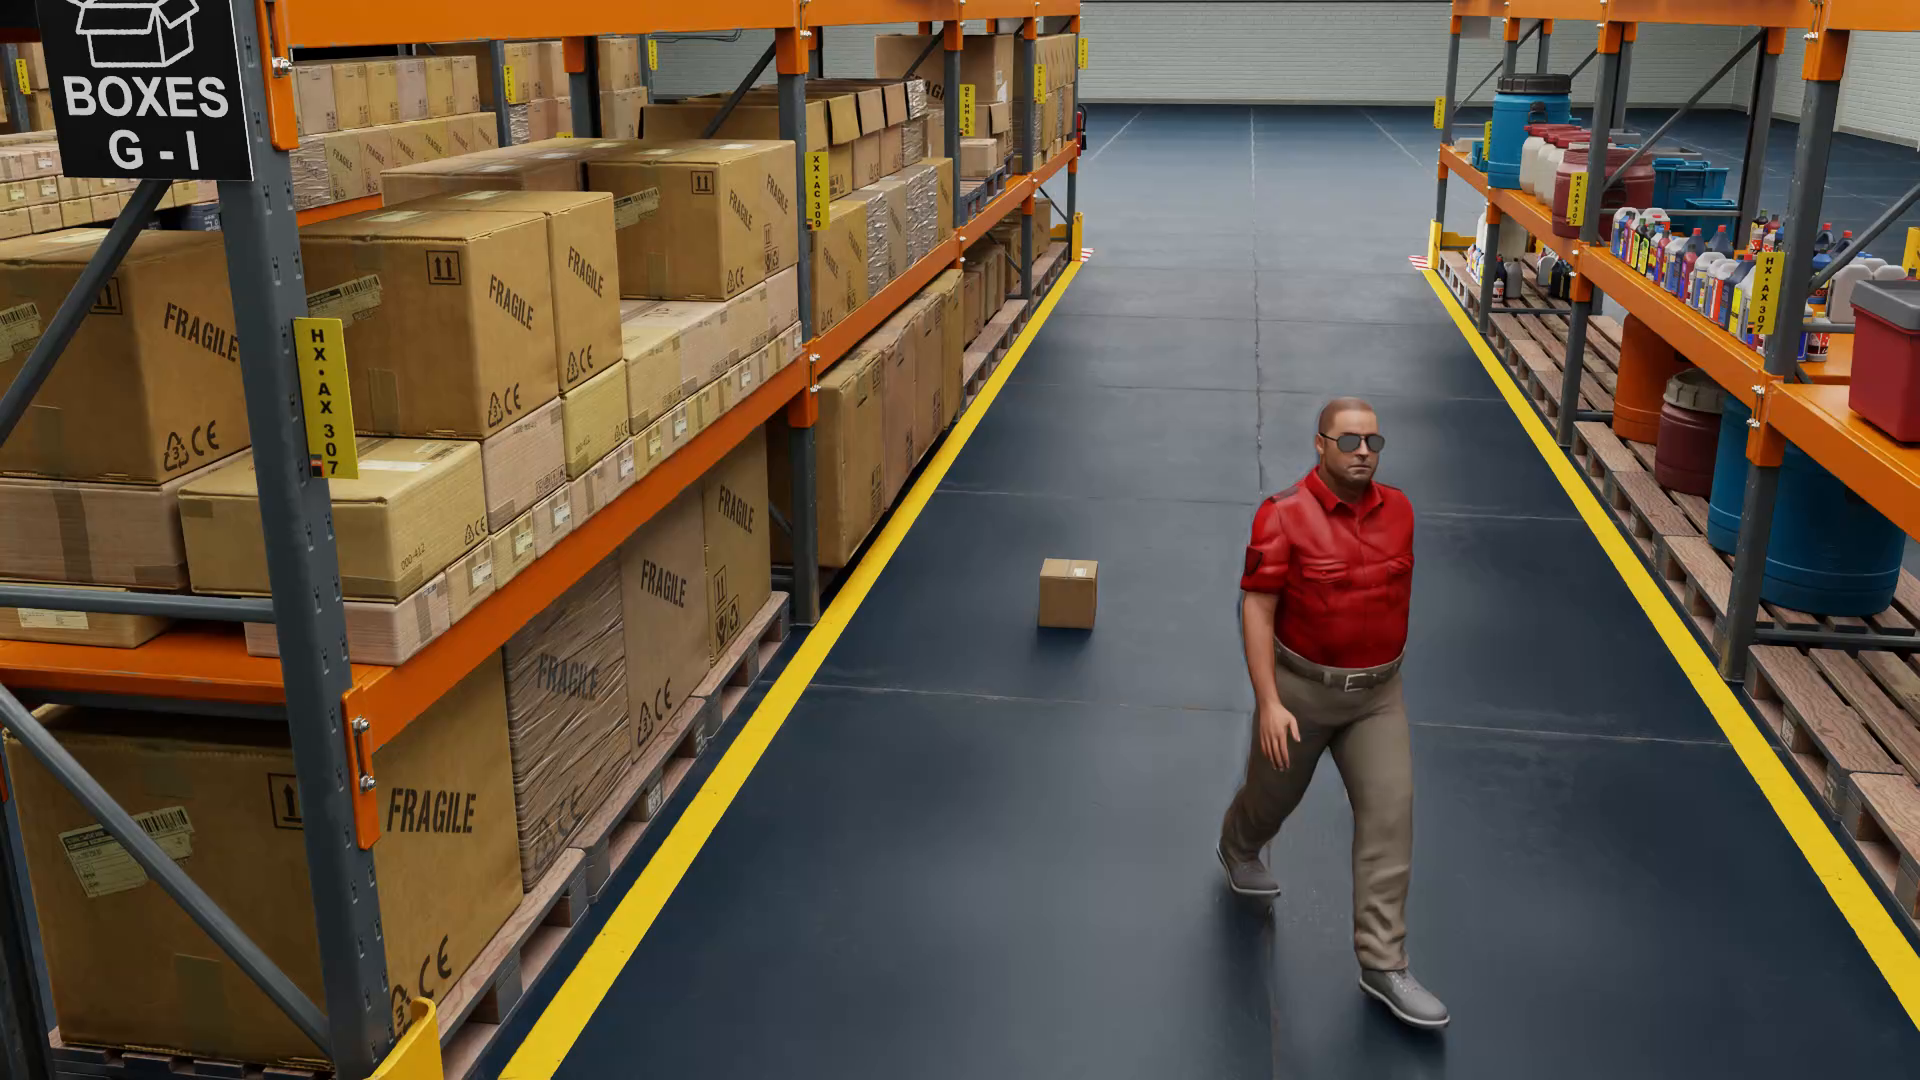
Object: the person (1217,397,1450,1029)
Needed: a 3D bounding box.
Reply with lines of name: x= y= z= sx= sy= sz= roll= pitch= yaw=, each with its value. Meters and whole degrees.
person: x=1.057 y=0.431 z=4.734 sx=0.561 sy=1.673 sz=1.035 roll=-4 pitch=18 yaw=-14
